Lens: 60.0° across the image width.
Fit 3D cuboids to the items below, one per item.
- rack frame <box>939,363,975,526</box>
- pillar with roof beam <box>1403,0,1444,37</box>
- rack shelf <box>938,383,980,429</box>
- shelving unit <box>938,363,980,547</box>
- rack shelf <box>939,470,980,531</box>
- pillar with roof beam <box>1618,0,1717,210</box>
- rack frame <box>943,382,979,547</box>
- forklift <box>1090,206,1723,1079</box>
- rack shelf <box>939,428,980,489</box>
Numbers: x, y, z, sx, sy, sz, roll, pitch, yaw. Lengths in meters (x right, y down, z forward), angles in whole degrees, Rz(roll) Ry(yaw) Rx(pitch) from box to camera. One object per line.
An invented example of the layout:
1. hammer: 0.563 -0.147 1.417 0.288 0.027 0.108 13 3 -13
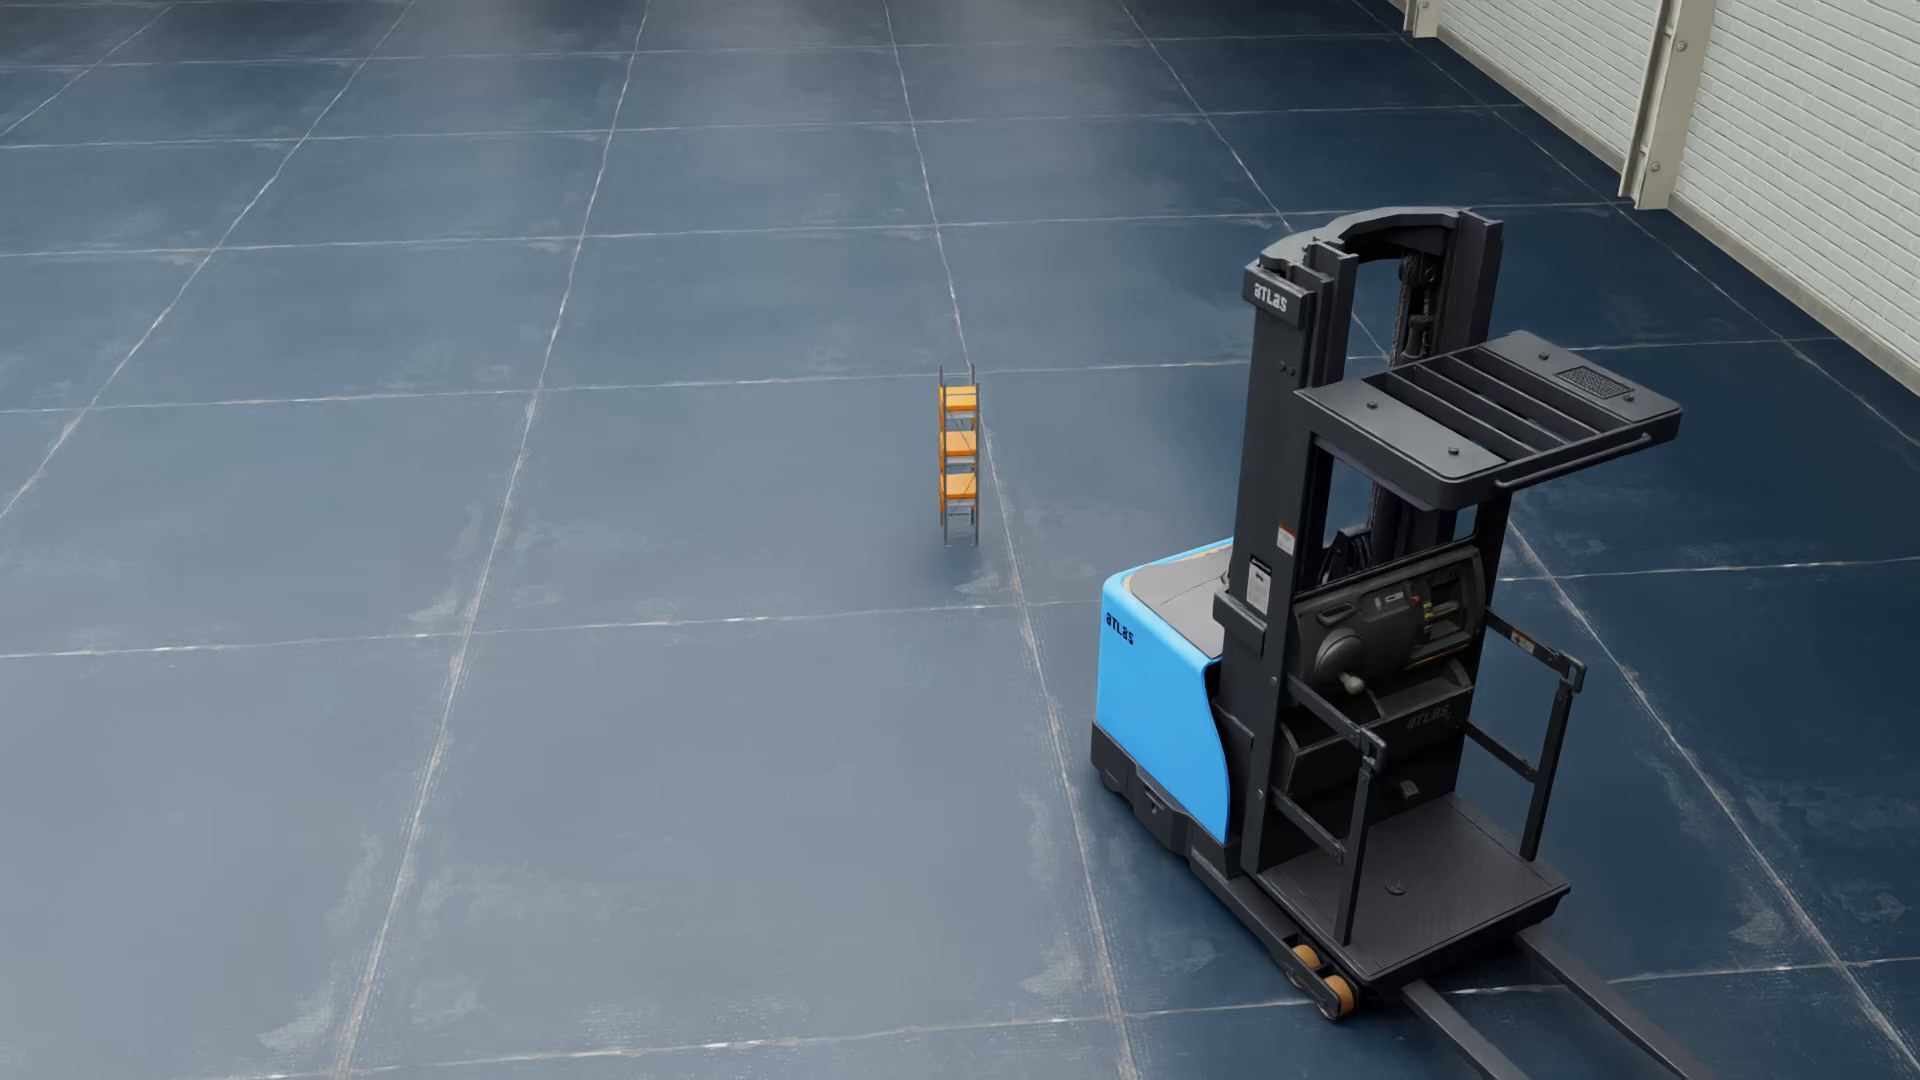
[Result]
1. rack frame: -0.016 -0.540 9.631 0.200 1.050 0.008 -3 31 -5
2. pillar with roof beam: 1.236 -9.732 17.267 9.100 9.000 0.400 -3 31 -5
3. rack shelf: -0.005 -0.713 9.387 0.215 0.259 0.240 -3 31 -5
4. shelving unit: -0.005 -0.478 9.527 0.215 1.050 0.252 -3 31 -5
5. rack shelf: -0.005 -0.230 9.675 0.215 0.259 0.240 -3 31 -5
6. pillar with roof beam: 1.797 -6.668 12.139 9.100 9.000 0.400 -3 31 -5
7. rack frame: 0.006 -0.416 9.423 0.200 1.050 0.008 -3 31 -5
8. forklift: 1.777 0.365 6.281 1.130 2.935 3.031 -16 34 -25
9. rack shelf: -0.005 -0.469 9.532 0.215 0.259 0.240 -3 31 -5
